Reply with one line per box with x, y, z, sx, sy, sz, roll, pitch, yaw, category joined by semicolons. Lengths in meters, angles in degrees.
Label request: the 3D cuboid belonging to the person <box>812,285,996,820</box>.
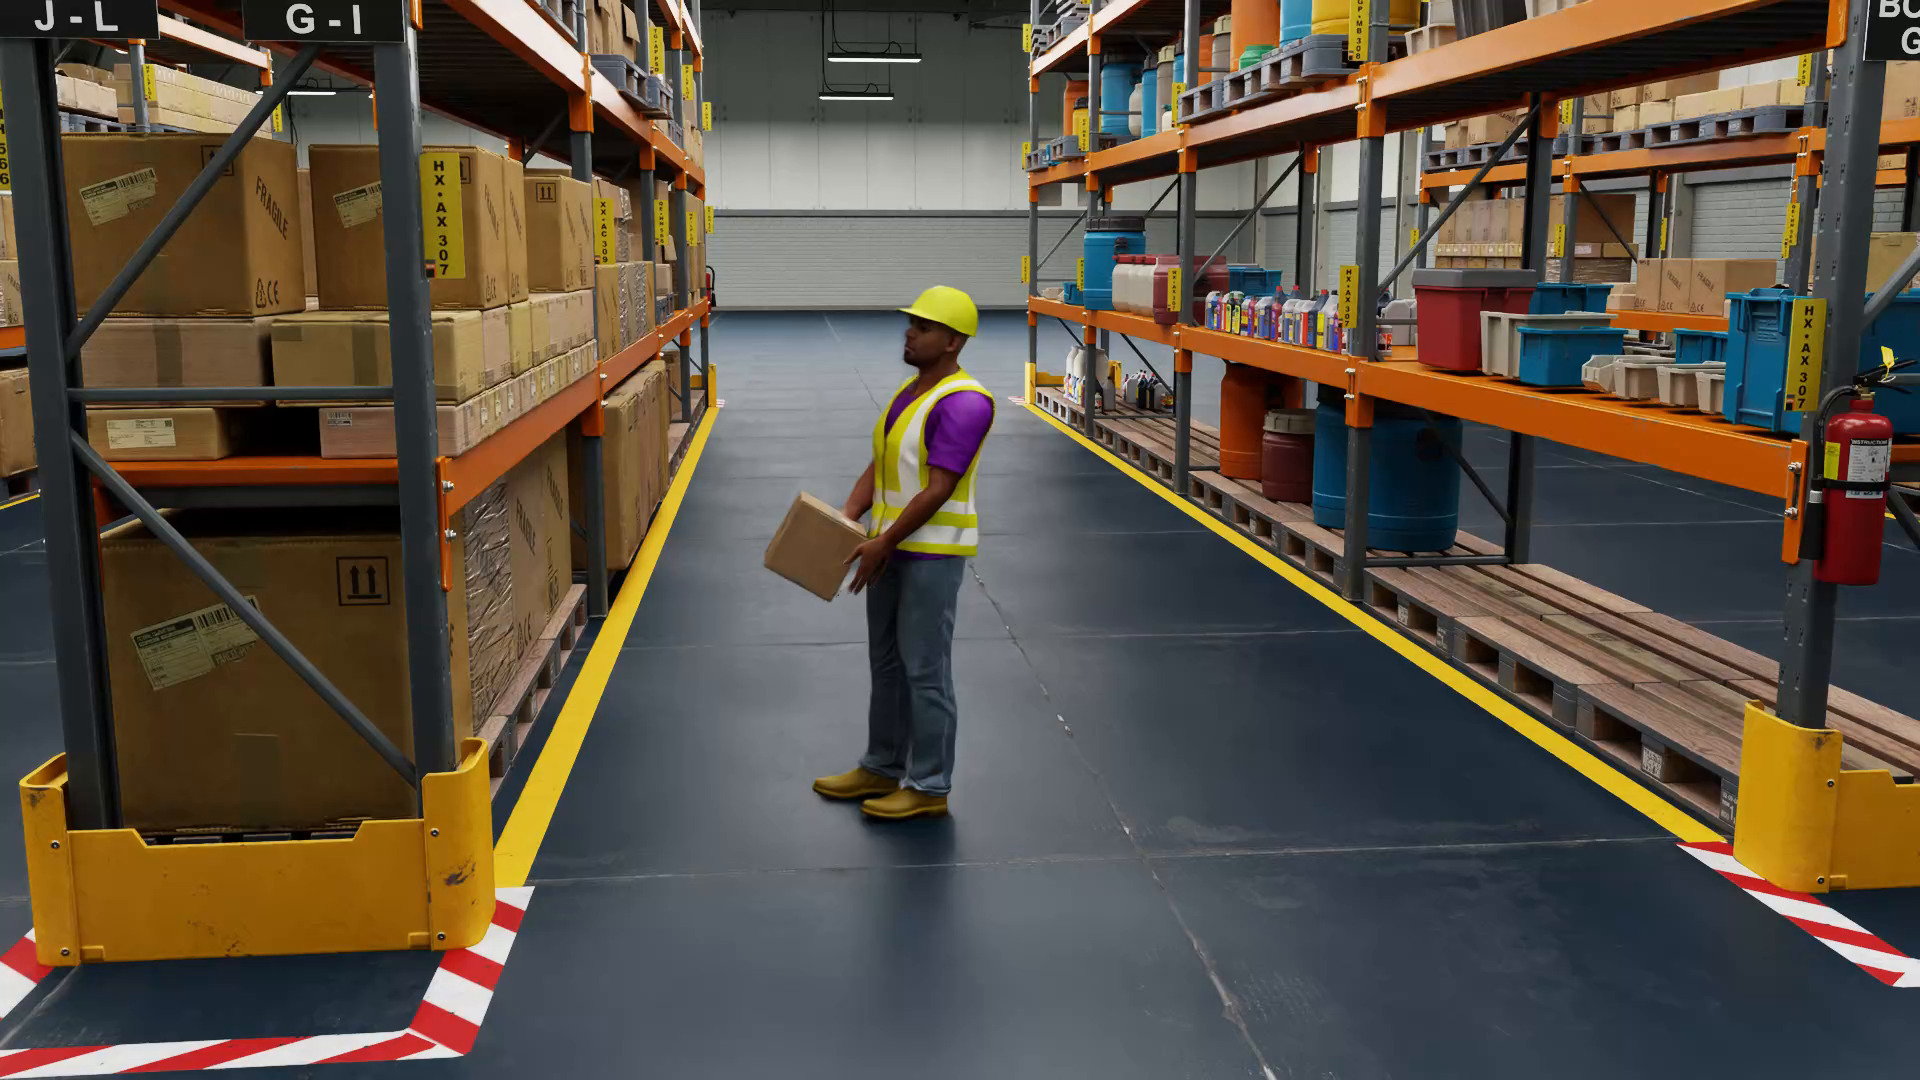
-0.199;0.049;5.546;0.539;1.767;0.582;-5;11;-26;person
